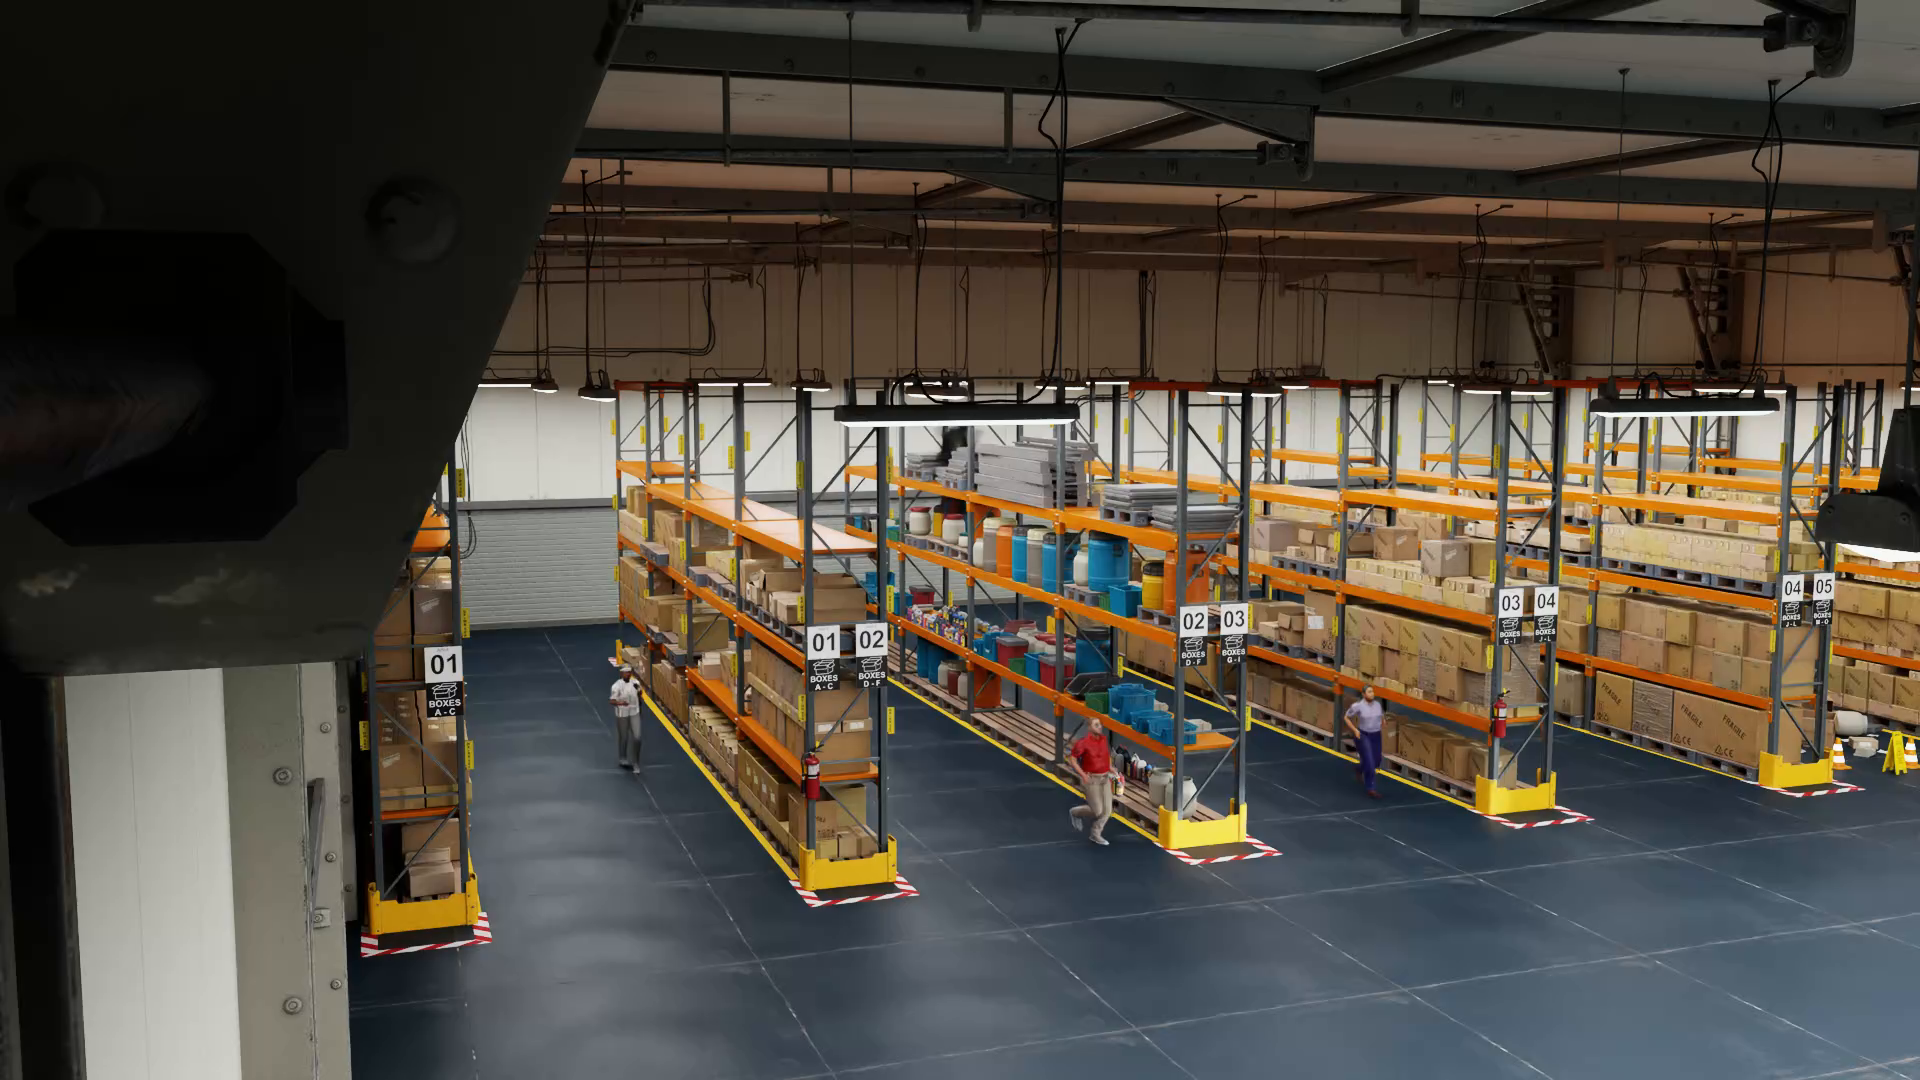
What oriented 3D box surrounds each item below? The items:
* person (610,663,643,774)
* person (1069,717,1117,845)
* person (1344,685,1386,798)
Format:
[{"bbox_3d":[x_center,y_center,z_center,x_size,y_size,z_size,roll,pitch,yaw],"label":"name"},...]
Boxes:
[{"bbox_3d":[-5.172,2.767,25.896,0.554,1.751,0.746,-2,7,-22],"label":"person"},{"bbox_3d":[1.766,3.175,22.037,0.664,1.684,0.602,-5,8,-38],"label":"person"},{"bbox_3d":[6.000,2.935,24.547,0.620,1.613,0.823,-2,7,-22],"label":"person"}]
